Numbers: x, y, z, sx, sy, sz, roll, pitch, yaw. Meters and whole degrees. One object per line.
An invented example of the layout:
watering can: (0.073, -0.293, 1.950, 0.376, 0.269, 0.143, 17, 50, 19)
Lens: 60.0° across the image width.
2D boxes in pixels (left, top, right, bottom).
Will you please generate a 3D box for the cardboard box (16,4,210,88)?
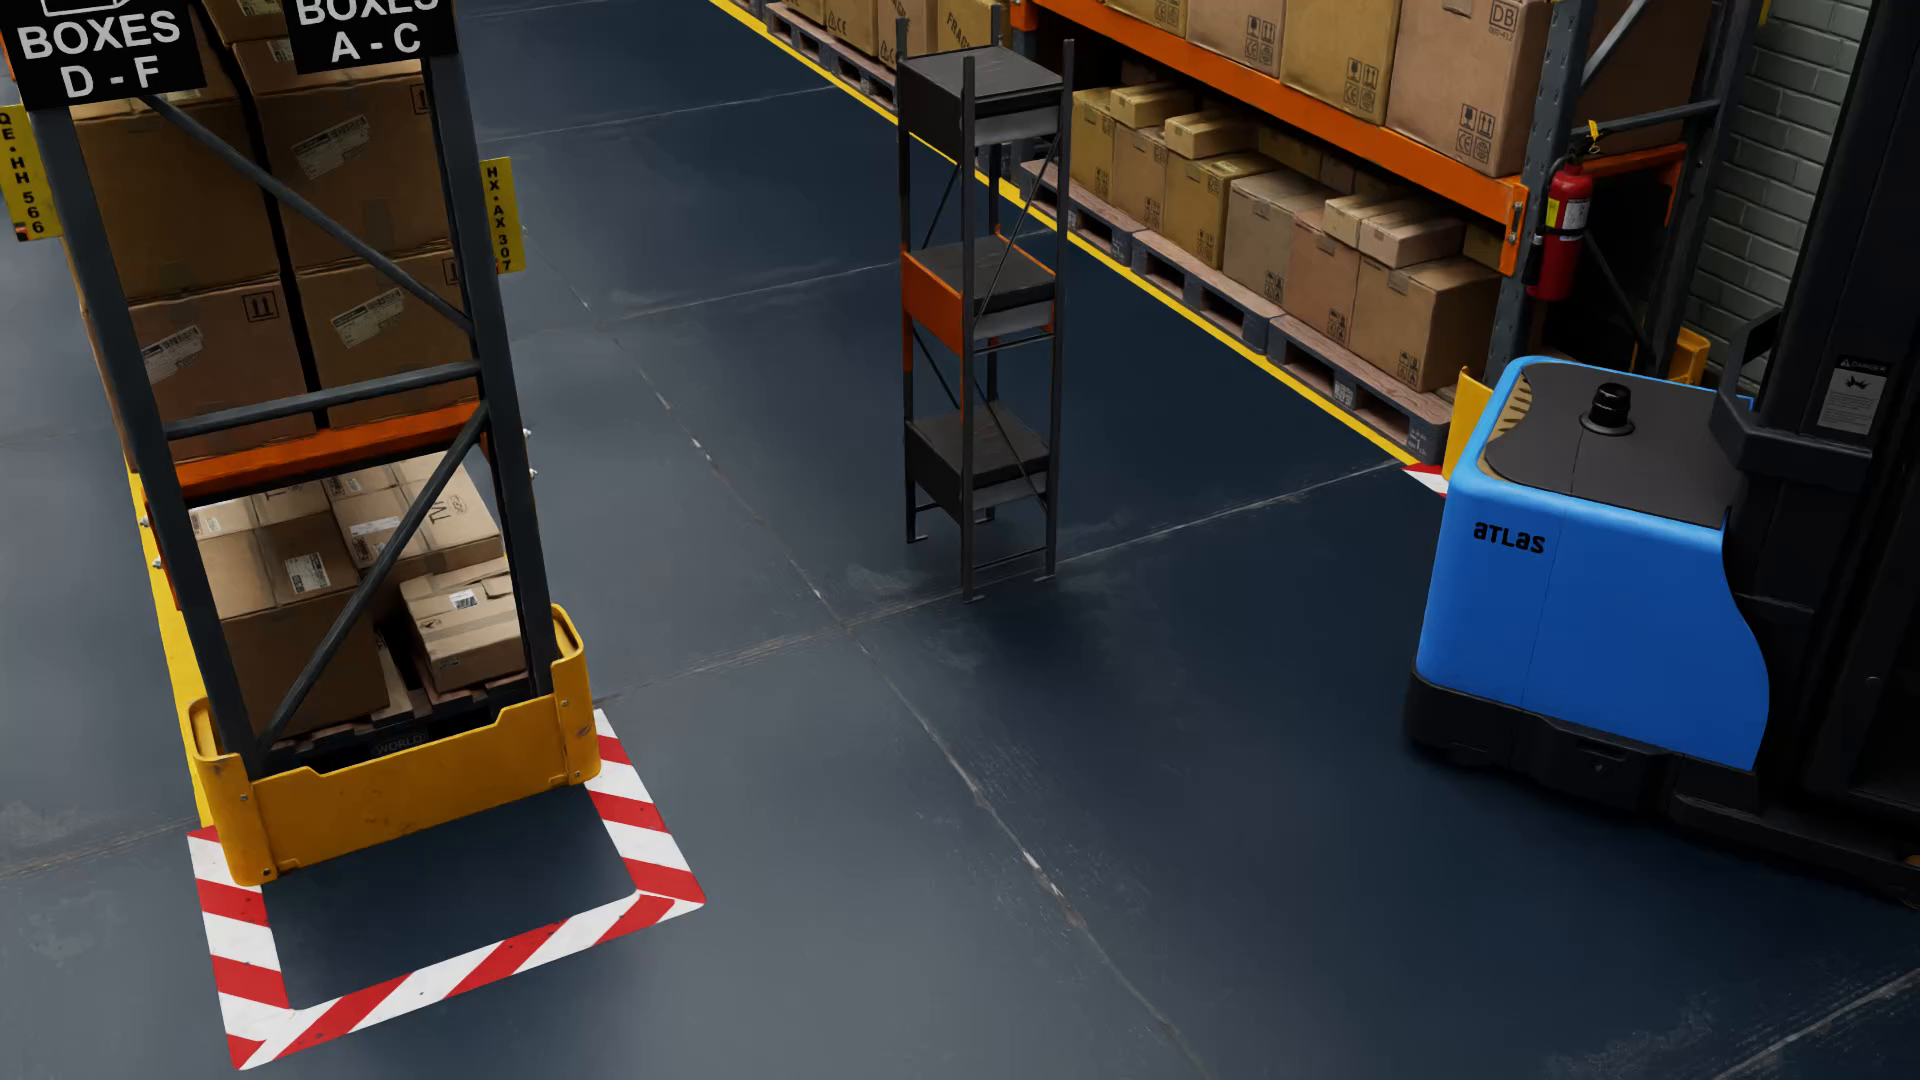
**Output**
cardboard box: (-2.424, -1.229, 4.868, 0.500, 0.500, 0.500, -15, 36, -22)

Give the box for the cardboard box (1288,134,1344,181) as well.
cardboard box: (1.871, -1.931, 8.310, 0.380, 0.149, 0.250, -15, 36, -23)

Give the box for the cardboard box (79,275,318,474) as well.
cardboard box: (-2.187, -0.569, 4.764, 0.500, 0.500, 0.500, -15, 35, -22)

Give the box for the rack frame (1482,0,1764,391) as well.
rack frame: (2.643, -1.629, 6.512, 1.000, 3.000, 0.127, -16, 36, -23)

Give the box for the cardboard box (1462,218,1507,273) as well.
cardboard box: (2.464, -1.326, 7.366, 0.380, 0.149, 0.250, -16, 36, -23)

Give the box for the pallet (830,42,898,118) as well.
pallet: (-0.221, -3.296, 11.699, 1.003, 0.211, 1.213, -16, 36, -23)

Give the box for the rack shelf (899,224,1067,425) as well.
rack shelf: (0.077, -0.794, 6.068, 0.431, 0.518, 0.480, -16, 36, -23)

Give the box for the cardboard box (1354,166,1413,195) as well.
cardboard box: (2.111, -1.687, 7.929, 0.380, 0.149, 0.250, -16, 36, -23)

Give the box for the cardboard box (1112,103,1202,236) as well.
cardboard box: (1.268, -2.039, 9.080, 0.700, 0.500, 0.500, -16, 36, -24)

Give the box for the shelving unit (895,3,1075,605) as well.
shelving unit: (0.077, -0.805, 6.060, 0.431, 2.100, 0.503, -16, 36, -23)

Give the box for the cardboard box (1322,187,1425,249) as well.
cardboard box: (1.888, -1.473, 7.595, 0.380, 0.149, 0.250, -15, 36, -22)

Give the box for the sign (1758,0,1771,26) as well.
sign: (3.137, -2.164, 6.471, 0.100, 0.325, 0.005, -16, 36, -23)

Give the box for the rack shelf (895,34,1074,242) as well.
rack shelf: (0.077, -1.383, 5.690, 0.431, 0.518, 0.480, -16, 36, -23)

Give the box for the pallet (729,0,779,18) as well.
pallet: (-1.450, -4.646, 13.806, 1.003, 0.211, 1.213, -16, 36, -23)

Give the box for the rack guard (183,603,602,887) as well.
rack guard: (-1.773, 0.635, 5.296, 1.175, 0.500, 0.348, -16, 36, -23)

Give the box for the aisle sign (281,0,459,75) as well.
aisle sign: (-1.446, -1.517, 3.928, 0.394, 0.787, 0.004, -16, 36, -23)

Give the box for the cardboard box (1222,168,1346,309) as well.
cardboard box: (1.760, -1.541, 8.303, 0.700, 0.500, 0.500, -17, 36, -25)

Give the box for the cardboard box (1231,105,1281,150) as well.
cardboard box: (1.632, -2.175, 8.690, 0.380, 0.149, 0.250, -15, 36, -23)

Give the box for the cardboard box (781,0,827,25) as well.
cardboard box: (-0.860, -4.335, 12.339, 0.750, 0.750, 0.750, -16, 36, -24)

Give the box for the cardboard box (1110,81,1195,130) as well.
cardboard box: (1.035, -2.343, 8.954, 0.380, 0.149, 0.250, -15, 35, -22)

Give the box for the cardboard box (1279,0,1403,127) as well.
cardboard box: (2.048, -2.341, 7.345, 0.980, 0.700, 0.700, -16, 36, -23)

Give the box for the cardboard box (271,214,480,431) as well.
cardboard box: (-1.711, -0.702, 4.972, 0.500, 0.500, 0.500, -15, 36, -22)

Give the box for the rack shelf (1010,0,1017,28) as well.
rack shelf: (-0.154, -4.190, 11.176, 1.077, 0.370, 4.000, -16, 36, -23)

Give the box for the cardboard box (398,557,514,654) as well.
cardboard box: (-1.745, 0.221, 5.843, 0.380, 0.166, 0.250, -16, 36, -23)

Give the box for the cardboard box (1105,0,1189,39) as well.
cardboard box: (1.352, -3.052, 8.455, 0.980, 0.700, 0.700, -17, 36, -24)

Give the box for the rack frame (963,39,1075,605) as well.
rack frame: (0.191, -0.689, 5.879, 0.400, 2.100, 0.015, -16, 36, -23)

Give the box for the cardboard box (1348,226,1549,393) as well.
cardboard box: (2.229, -1.062, 7.555, 0.700, 0.500, 0.500, -16, 36, -23)

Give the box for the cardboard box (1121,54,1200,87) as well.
cardboard box: (1.145, -2.672, 9.466, 0.380, 0.149, 0.250, -16, 36, -23)

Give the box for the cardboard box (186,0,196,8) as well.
cardboard box: (-2.428, -1.852, 5.841, 0.500, 0.500, 0.500, -16, 36, -24)

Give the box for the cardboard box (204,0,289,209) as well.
cardboard box: (-1.961, -1.370, 5.088, 0.500, 0.500, 0.500, -15, 36, -23)

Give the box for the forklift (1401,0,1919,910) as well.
forklift: (3.047, -0.400, 4.657, 3.031, 2.935, 1.130, 15, 36, 22)

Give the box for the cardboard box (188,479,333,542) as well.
cardboard box: (-2.625, -0.067, 6.215, 0.500, 0.250, 0.500, -16, 36, -23)

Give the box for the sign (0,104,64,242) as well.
sign: (-2.237, -0.872, 3.964, 0.100, 0.325, 0.005, -16, 36, -23)

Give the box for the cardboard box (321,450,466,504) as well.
cardboard box: (-2.206, -0.217, 6.449, 0.500, 0.250, 0.500, -16, 36, -23)

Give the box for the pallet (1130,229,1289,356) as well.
pallet: (1.637, -1.398, 8.737, 1.003, 0.211, 1.213, -16, 36, -23)

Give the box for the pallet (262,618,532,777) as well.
pallet: (-2.145, 0.376, 5.967, 1.003, 0.211, 1.213, -16, 36, -23)

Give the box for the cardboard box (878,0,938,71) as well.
cardboard box: (-0.057, -3.511, 11.053, 0.750, 0.750, 0.750, -15, 35, -22)

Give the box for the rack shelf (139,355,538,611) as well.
rack shelf: (-2.670, -1.033, 6.249, 1.077, 0.370, 4.000, -16, 36, -23)

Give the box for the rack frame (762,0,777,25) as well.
rack frame: (-1.087, -5.447, 12.471, 1.000, 3.000, 0.127, -16, 36, -23)
